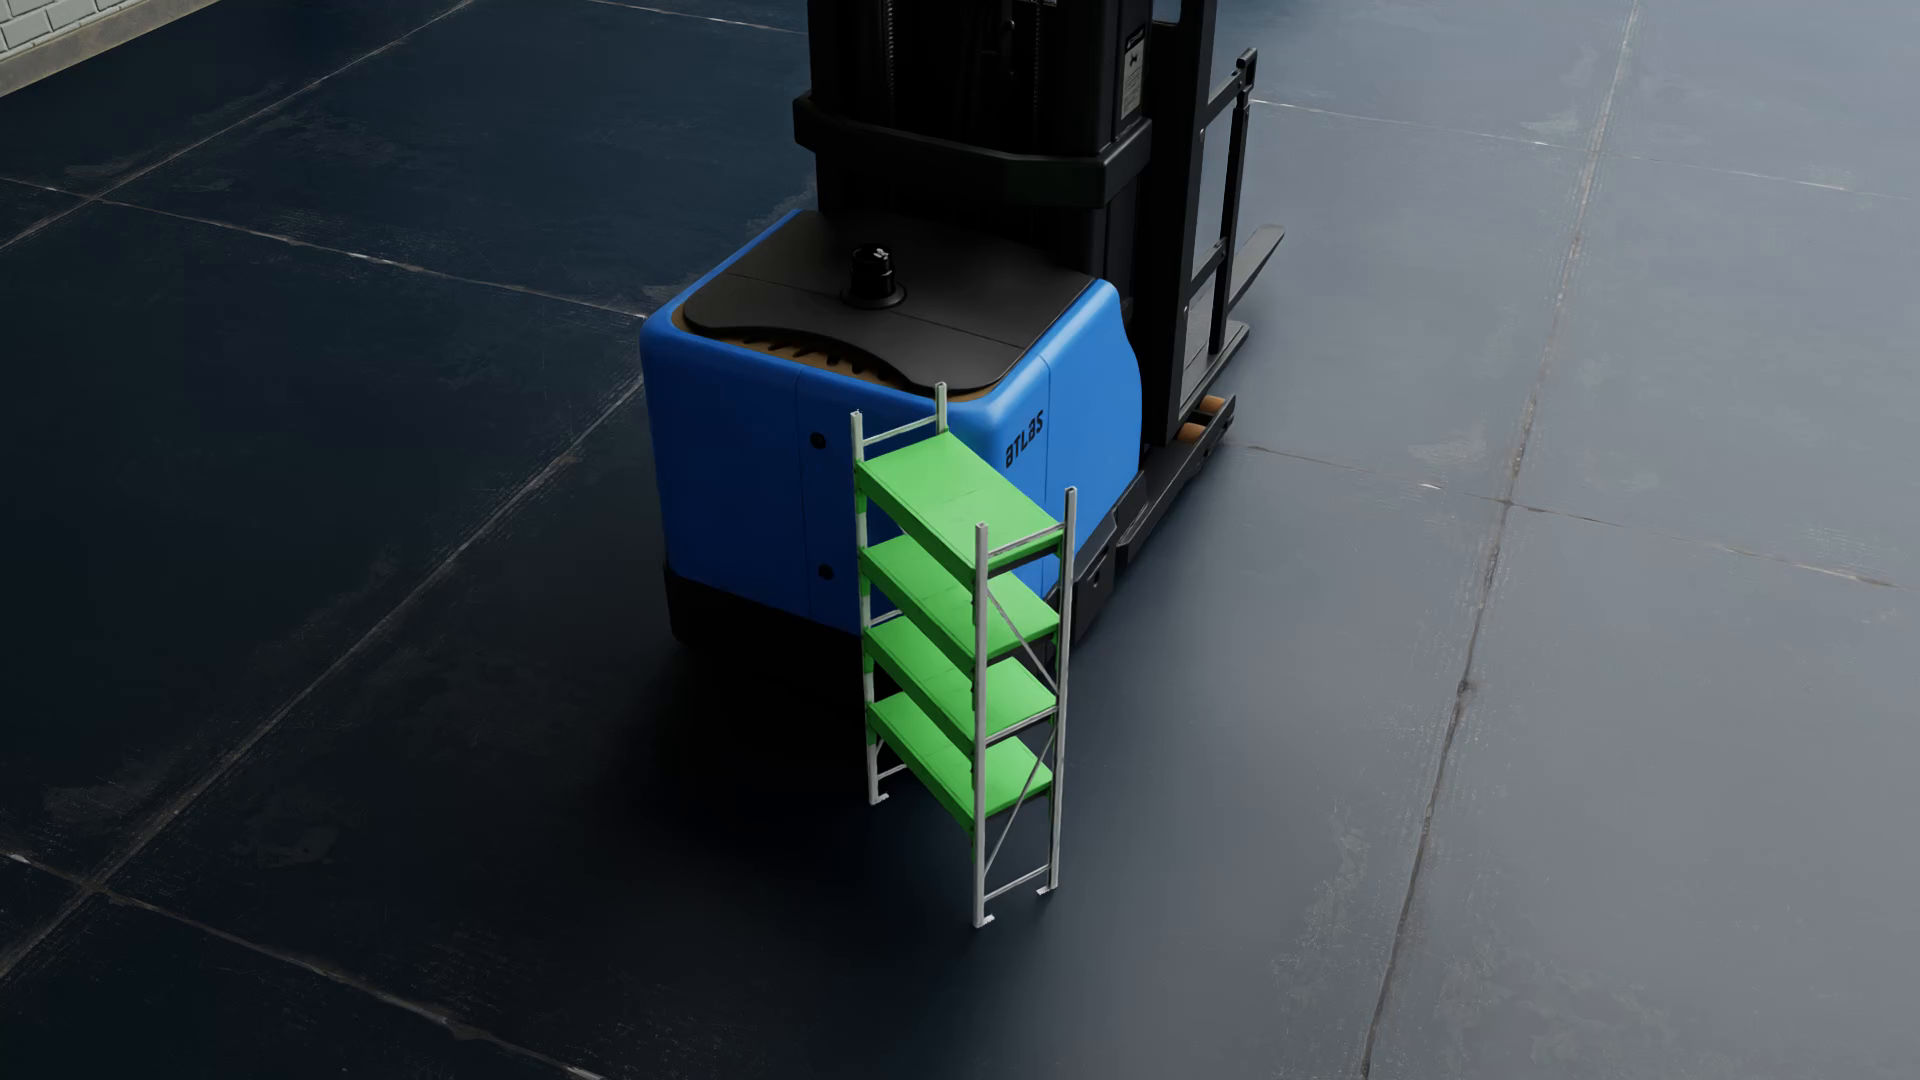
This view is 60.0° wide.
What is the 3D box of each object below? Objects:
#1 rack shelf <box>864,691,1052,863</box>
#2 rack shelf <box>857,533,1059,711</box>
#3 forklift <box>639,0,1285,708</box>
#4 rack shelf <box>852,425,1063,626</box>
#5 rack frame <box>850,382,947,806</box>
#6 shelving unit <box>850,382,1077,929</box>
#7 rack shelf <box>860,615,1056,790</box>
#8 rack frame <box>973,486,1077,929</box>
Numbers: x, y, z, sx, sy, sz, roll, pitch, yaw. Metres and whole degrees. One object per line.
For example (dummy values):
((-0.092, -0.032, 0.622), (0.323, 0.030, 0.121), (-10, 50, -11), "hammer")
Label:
((0.001, 0.534, 4.040), (0.258, 0.148, 0.480), (-22, 42, -26), "rack shelf")
((0.001, 0.150, 3.752), (0.258, 0.148, 0.480), (-22, 42, -26), "rack shelf")
((0.286, -1.509, 4.821), (1.130, 2.935, 3.031), (17, 40, 21), "forklift")
((0.000, -0.042, 3.608), (0.258, 0.148, 0.480), (-22, 42, -26), "rack shelf")
((-0.134, 0.169, 4.021), (0.240, 1.200, 0.015), (-22, 42, -26), "rack frame")
((0.001, 0.291, 3.858), (0.258, 1.200, 0.503), (-22, 42, -26), "shelving unit")
((0.001, 0.342, 3.896), (0.258, 0.148, 0.480), (-22, 42, -26), "rack shelf")
((0.135, 0.413, 3.695), (0.240, 1.200, 0.015), (-22, 42, -26), "rack frame")
